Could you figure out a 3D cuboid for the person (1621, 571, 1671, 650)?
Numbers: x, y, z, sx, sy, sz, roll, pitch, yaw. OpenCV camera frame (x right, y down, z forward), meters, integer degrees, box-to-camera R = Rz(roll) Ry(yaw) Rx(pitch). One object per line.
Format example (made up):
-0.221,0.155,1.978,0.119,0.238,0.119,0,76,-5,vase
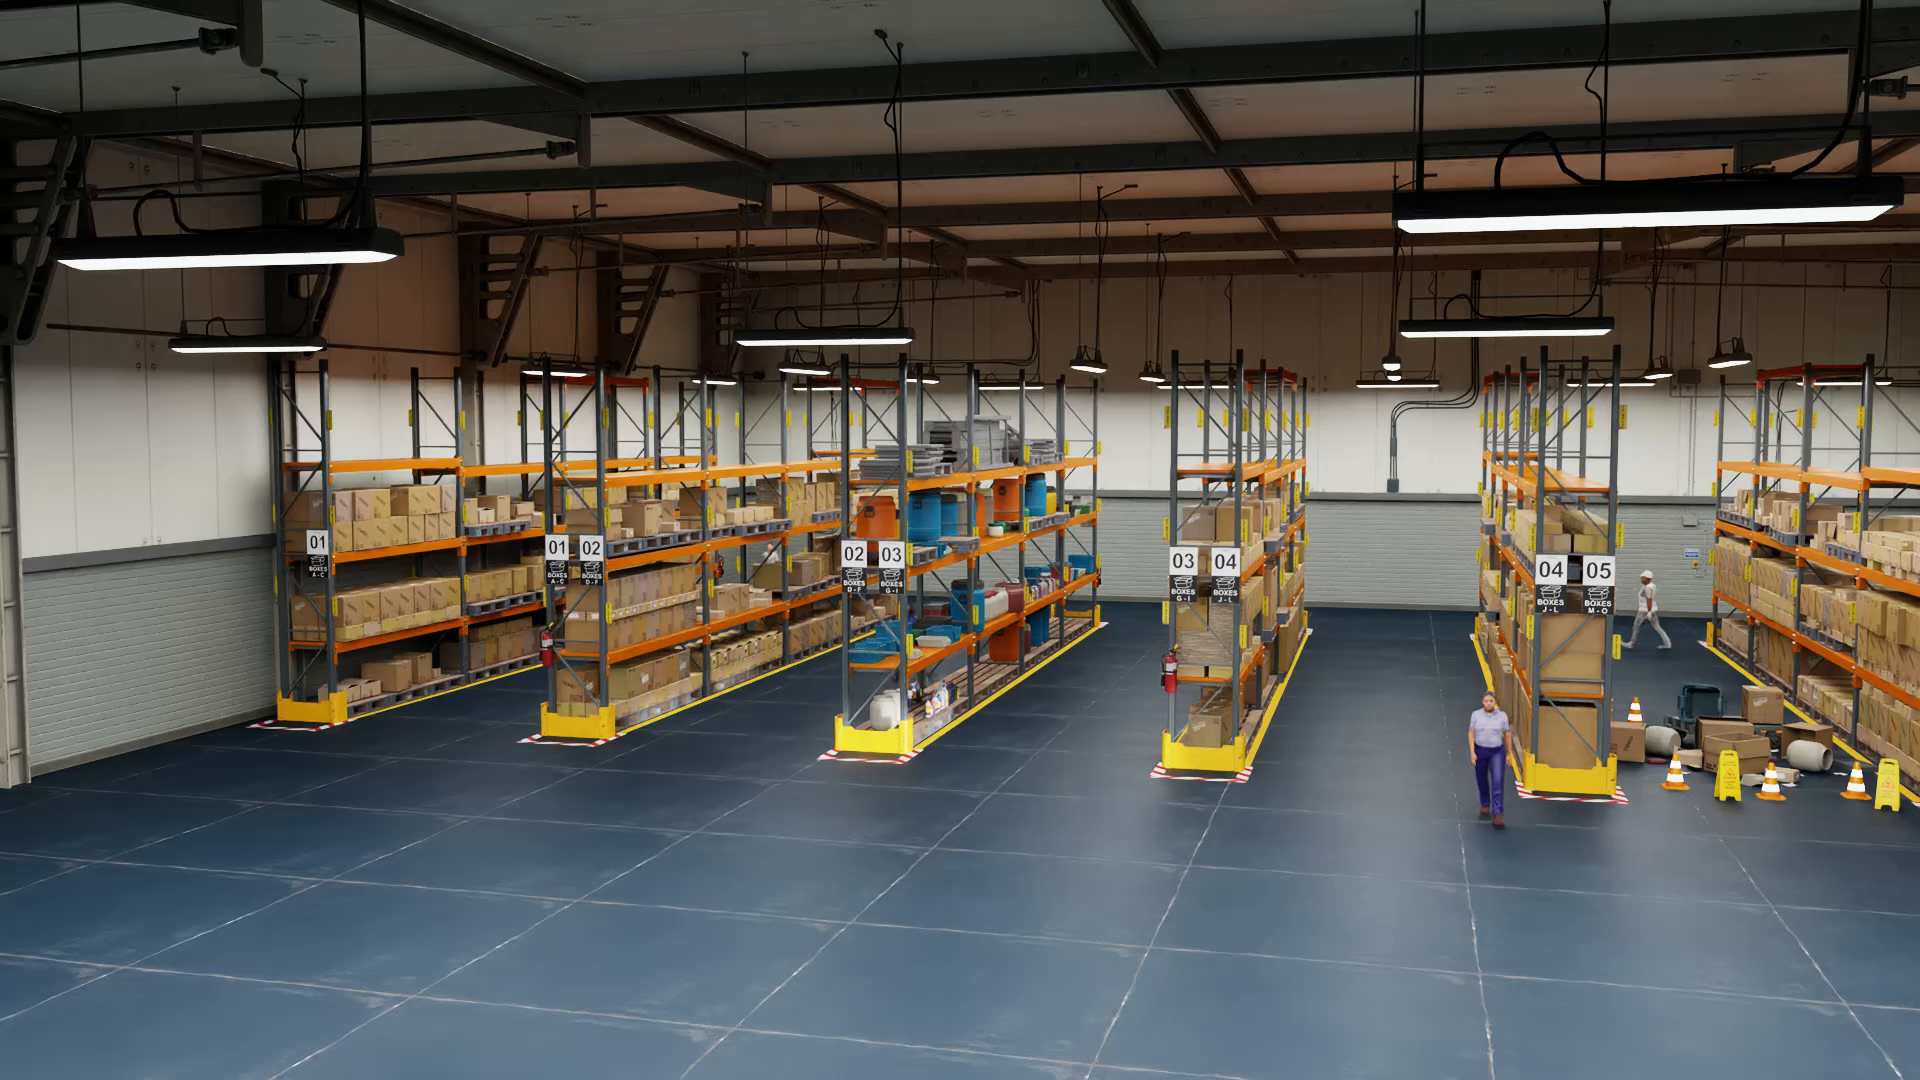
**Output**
14.934,1.540,36.138,0.525,1.752,1.054,-3,5,-40,person

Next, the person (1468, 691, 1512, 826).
6.600,2.685,20.752,0.514,1.603,0.922,2,5,26,person

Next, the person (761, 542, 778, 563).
-5.238,0.871,45.932,0.505,1.620,1.049,0,4,0,person

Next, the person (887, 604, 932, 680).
-0.911,1.858,30.207,0.818,1.403,0.483,3,5,32,person
